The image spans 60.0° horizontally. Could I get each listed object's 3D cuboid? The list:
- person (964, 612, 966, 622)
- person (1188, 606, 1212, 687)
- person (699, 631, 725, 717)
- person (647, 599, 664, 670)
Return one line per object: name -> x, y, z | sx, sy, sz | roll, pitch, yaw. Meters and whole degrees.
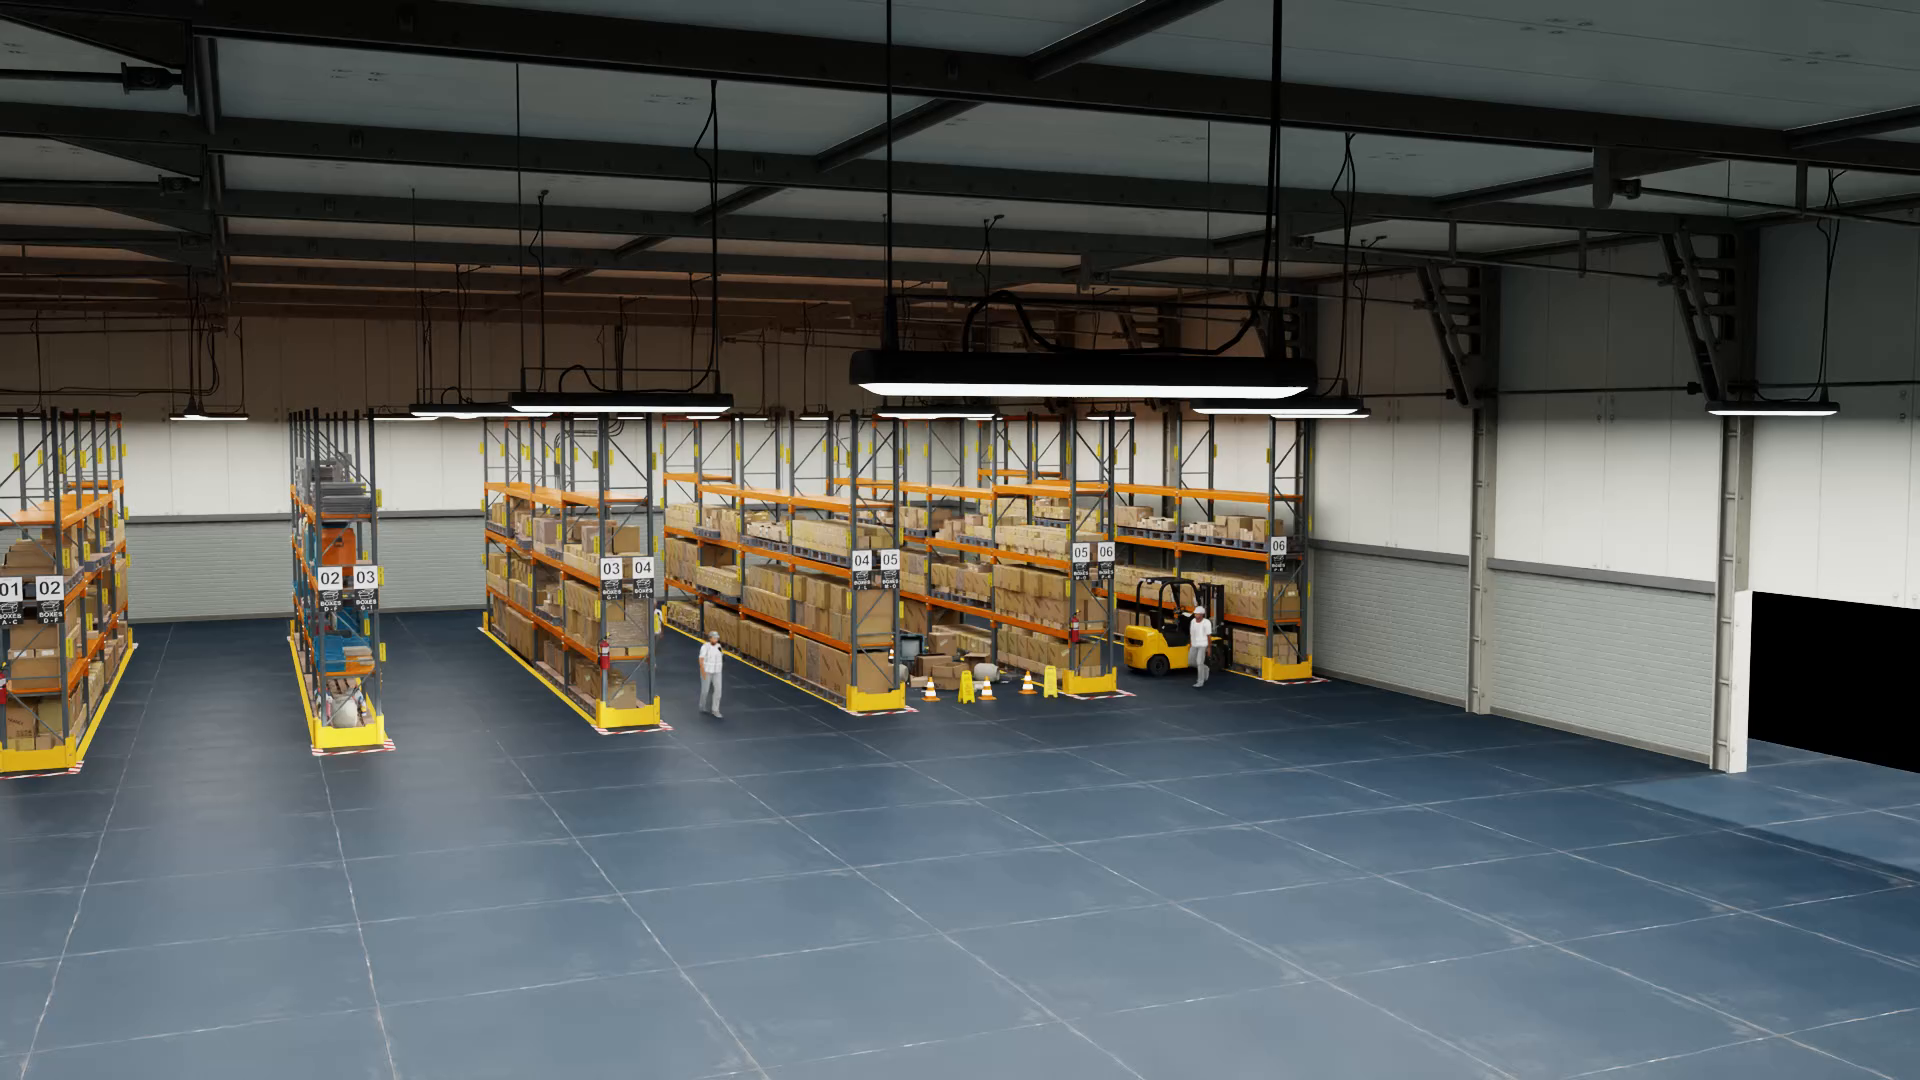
person -> 0.002, 1.513, 47.385 | 0.463, 1.786, 0.609 | 3, 5, 36
person -> 5.263, 2.303, 36.190 | 0.643, 1.758, 0.645 | -3, 5, -37
person -> -4.885, 2.625, 32.770 | 0.561, 1.658, 0.772 | -3, 5, -36
person -> -7.107, 2.181, 38.611 | 0.478, 1.633, 0.945 | -2, 5, -32
